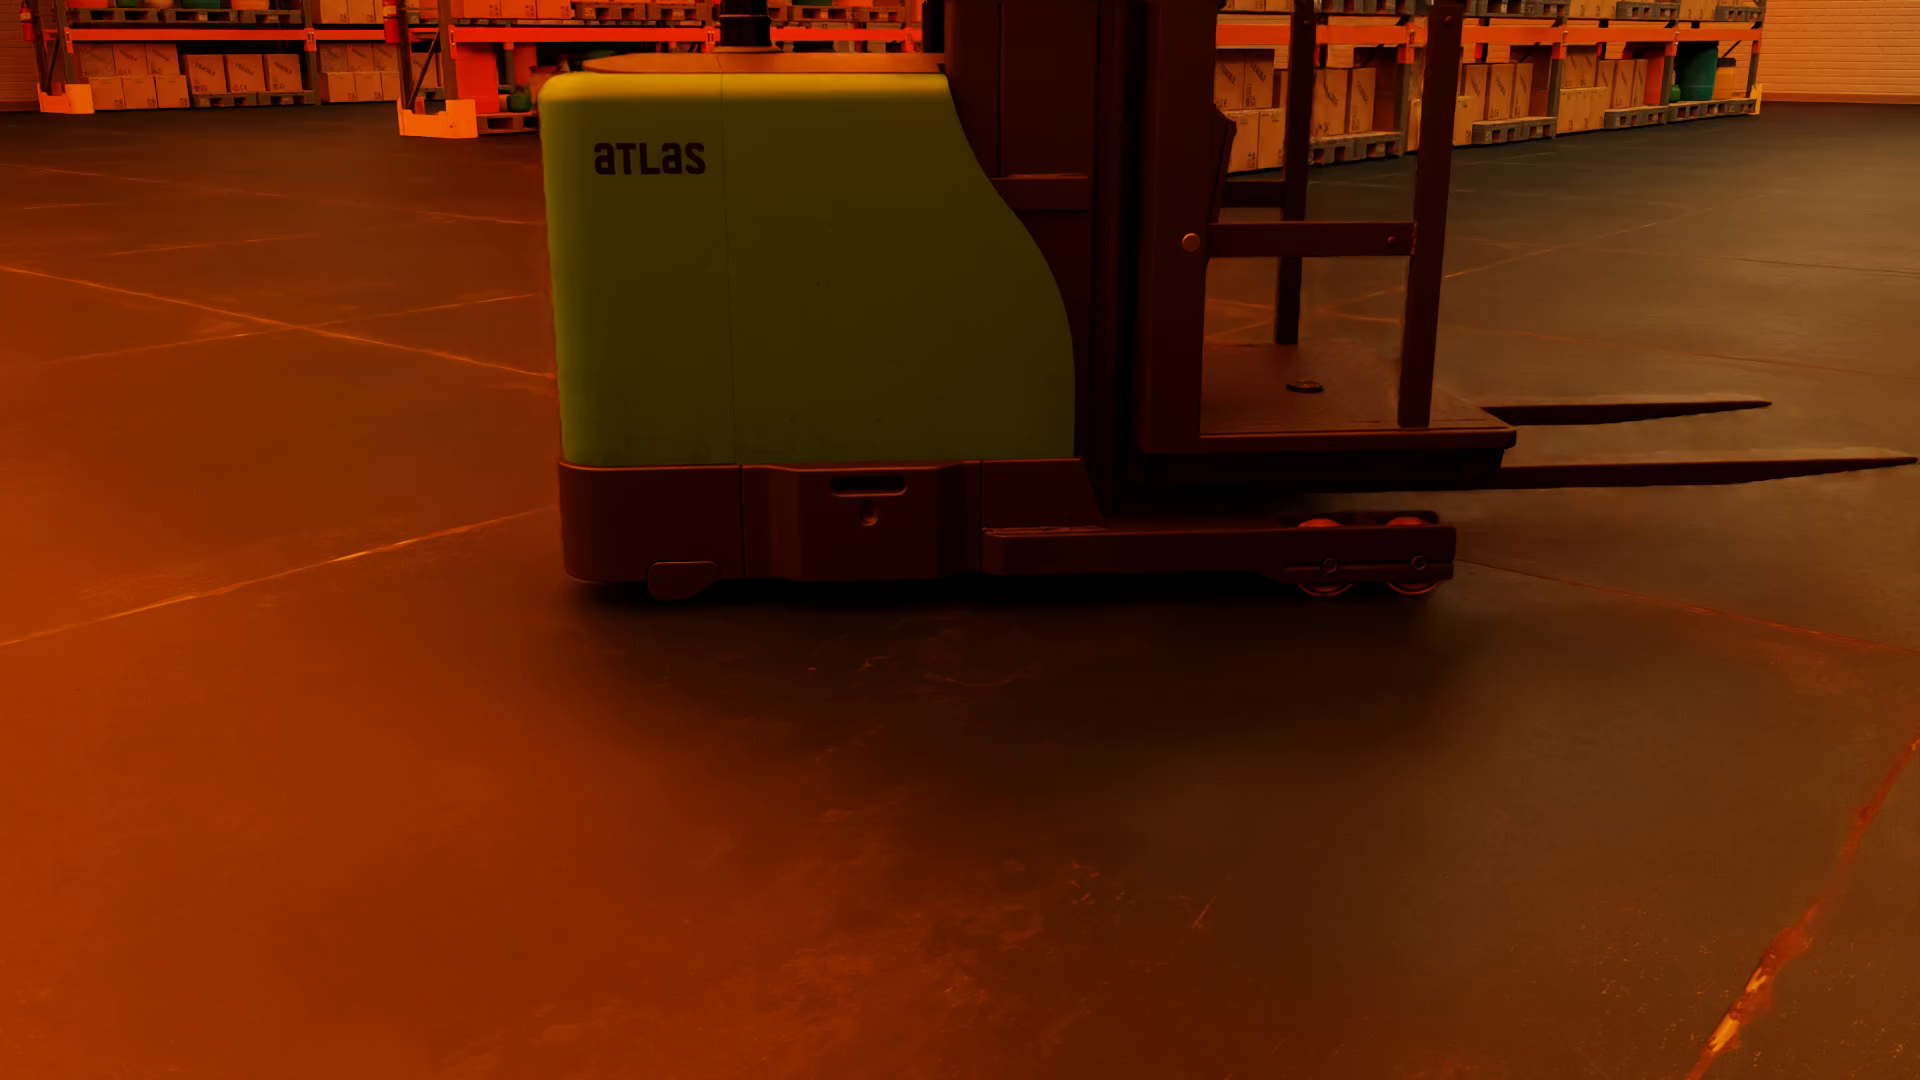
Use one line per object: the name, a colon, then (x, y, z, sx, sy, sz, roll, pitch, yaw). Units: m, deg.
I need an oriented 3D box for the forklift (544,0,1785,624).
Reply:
forklift: (0.609, -1.479, 3.769, 3.031, 2.935, 1.130, -6, 18, -19)
